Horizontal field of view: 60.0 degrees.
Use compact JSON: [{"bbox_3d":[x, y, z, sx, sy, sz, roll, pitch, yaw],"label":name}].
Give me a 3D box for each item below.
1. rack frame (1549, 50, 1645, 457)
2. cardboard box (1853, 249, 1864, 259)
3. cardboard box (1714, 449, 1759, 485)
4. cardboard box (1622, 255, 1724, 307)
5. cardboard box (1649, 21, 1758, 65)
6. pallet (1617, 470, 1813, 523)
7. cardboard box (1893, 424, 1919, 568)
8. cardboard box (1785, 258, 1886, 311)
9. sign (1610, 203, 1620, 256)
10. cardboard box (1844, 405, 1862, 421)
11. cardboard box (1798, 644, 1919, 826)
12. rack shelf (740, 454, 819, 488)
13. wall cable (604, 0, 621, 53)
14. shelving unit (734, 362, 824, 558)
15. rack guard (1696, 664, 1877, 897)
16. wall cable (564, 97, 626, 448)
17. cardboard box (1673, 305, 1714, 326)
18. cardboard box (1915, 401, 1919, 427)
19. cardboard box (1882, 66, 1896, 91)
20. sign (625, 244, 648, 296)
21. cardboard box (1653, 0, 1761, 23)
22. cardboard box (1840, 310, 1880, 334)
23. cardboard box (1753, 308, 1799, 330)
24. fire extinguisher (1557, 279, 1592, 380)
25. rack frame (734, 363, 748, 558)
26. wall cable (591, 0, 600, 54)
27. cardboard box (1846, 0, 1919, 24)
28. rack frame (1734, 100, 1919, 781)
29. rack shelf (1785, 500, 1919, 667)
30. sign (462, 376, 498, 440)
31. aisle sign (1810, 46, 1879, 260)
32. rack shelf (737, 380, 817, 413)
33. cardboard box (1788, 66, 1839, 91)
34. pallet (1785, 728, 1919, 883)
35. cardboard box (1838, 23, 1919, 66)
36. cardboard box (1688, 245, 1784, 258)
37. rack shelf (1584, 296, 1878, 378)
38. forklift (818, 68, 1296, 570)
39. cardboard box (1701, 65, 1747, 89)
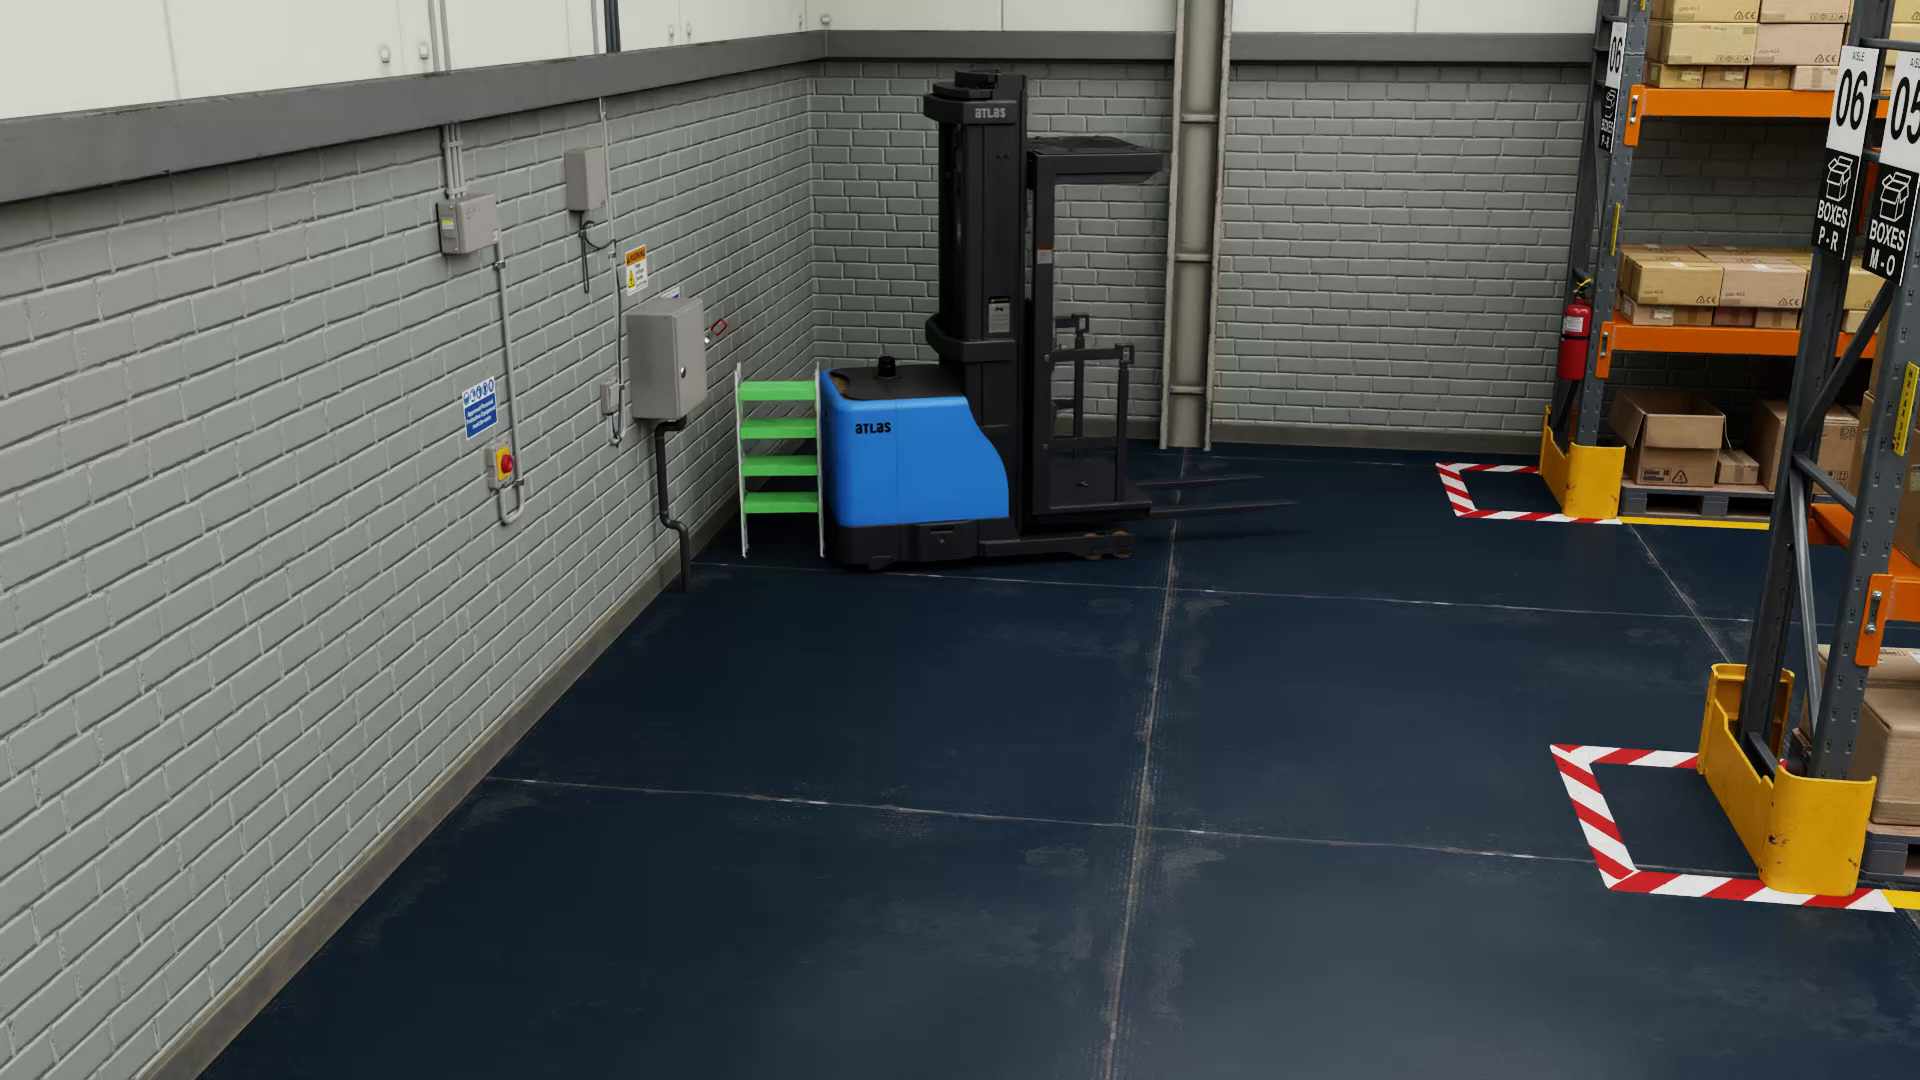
[{"bbox_3d":[4.285,-1.752,11.312,0.127,3.000,1.000,3,19,9],"label":"rack frame"},{"bbox_3d":[6.295,-1.803,11.232,0.500,0.250,0.500,3,19,9],"label":"cardboard box"},{"bbox_3d":[5.288,-0.505,11.417,0.250,0.149,0.380,2,19,6],"label":"cardboard box"},{"bbox_3d":[4.691,-1.715,10.968,0.500,0.250,0.500,3,19,9],"label":"cardboard box"},{"bbox_3d":[4.680,-3.137,10.490,0.500,0.250,0.500,3,19,8],"label":"cardboard box"},{"bbox_3d":[5.148,-0.386,11.624,1.213,0.211,1.003,3,19,9],"label":"pallet"},{"bbox_3d":[3.930,-0.130,6.307,0.500,0.500,0.500,3,19,8],"label":"cardboard box"},{"bbox_3d":[5.689,-1.665,10.820,0.500,0.250,0.500,3,19,8],"label":"cardboard box"},{"bbox_3d":[4.199,-1.993,10.667,0.005,0.325,0.100,3,19,9],"label":"sign"},{"bbox_3d":[6.218,-0.592,11.123,0.500,0.500,0.500,3,19,10],"label":"cardboard box"},{"bbox_3d":[4.169,0.821,6.998,0.875,0.438,0.875,2,19,7],"label":"cardboard box"},{"bbox_3d":[-1.121,-0.436,10.415,0.480,0.148,0.258,-1,19,-2],"label":"rack shelf"},{"bbox_3d":[-1.558,-4.364,9.604,0.133,3.039,2.988,3,19,9],"label":"wall cable"},{"bbox_3d":[-1.121,-0.496,10.395,0.503,1.200,0.258,-1,19,-2],"label":"shelving unit"},{"bbox_3d":[3.478,0.987,7.064,0.348,0.500,1.175,3,19,9],"label":"rack guard"},{"bbox_3d":[-1.856,-1.400,8.659,0.122,1.984,0.588,3,19,9],"label":"wall cable"},{"bbox_3d":[4.825,-1.532,11.051,0.250,0.149,0.380,3,19,10],"label":"cardboard box"},{"bbox_3d":[3.930,-0.605,6.151,0.500,0.500,0.500,3,19,7],"label":"cardboard box"},{"bbox_3d":[5.820,-2.895,10.395,0.250,0.149,0.380,3,19,8],"label":"cardboard box"},{"bbox_3d":[-1.805,-1.509,9.284,0.001,0.242,0.339,3,19,9],"label":"sign"},{"bbox_3d":[4.684,-3.381,10.432,0.500,0.250,0.500,3,19,8],"label":"cardboard box"},{"bbox_3d":[5.831,-1.450,10.805,0.250,0.149,0.380,2,19,7],"label":"cardboard box"},{"bbox_3d":[5.330,-1.498,10.948,0.250,0.149,0.380,4,19,10],"label":"cardboard box"},{"bbox_3d":[4.067,-1.401,10.973,0.183,0.674,0.296,3,19,9],"label":"fire extinguisher"},{"bbox_3d":[-1.365,-0.493,10.385,0.015,1.200,0.240,-1,19,-2],"label":"rack frame"},{"bbox_3d":[-2.037,-3.475,7.008,0.029,3.000,2.355,3,19,9],"label":"wall cable"},{"bbox_3d":[5.681,-3.328,10.275,0.500,0.250,0.500,3,19,8],"label":"cardboard box"},{"bbox_3d":[3.502,-0.197,6.664,0.127,3.000,1.000,3,19,9],"label":"rack frame"},{"bbox_3d":[5.476,0.245,6.477,4.000,0.370,1.077,3,19,9],"label":"rack shelf"},{"bbox_3d":[-2.137,-0.589,7.412,0.001,0.218,0.327,3,19,9],"label":"sign"},{"bbox_3d":[3.480,-1.530,6.553,0.004,0.787,0.394,3,19,9],"label":"aisle sign"},{"bbox_3d":[-1.121,-0.891,10.263,0.480,0.148,0.258,-1,19,-2],"label":"rack shelf"},{"bbox_3d":[5.307,-2.899,10.407,0.250,0.149,0.380,3,19,10],"label":"cardboard box"},{"bbox_3d":[4.304,1.141,7.060,1.213,0.211,1.003,3,19,9],"label":"pallet"},{"bbox_3d":[5.689,-3.088,10.344,0.500,0.250,0.500,2,19,7],"label":"cardboard box"},{"bbox_3d":[5.291,-1.856,11.389,0.500,0.250,0.500,3,19,9],"label":"cardboard box"},{"bbox_3d":[6.260,-1.310,11.126,4.000,0.370,1.077,3,19,9],"label":"rack shelf"},{"bbox_3d":[0.638,-1.425,10.443,3.031,2.935,1.130,-4,19,-11],"label":"forklift"},{"bbox_3d":[4.826,-2.962,10.596,0.250,0.149,0.380,3,19,10],"label":"cardboard box"}]
